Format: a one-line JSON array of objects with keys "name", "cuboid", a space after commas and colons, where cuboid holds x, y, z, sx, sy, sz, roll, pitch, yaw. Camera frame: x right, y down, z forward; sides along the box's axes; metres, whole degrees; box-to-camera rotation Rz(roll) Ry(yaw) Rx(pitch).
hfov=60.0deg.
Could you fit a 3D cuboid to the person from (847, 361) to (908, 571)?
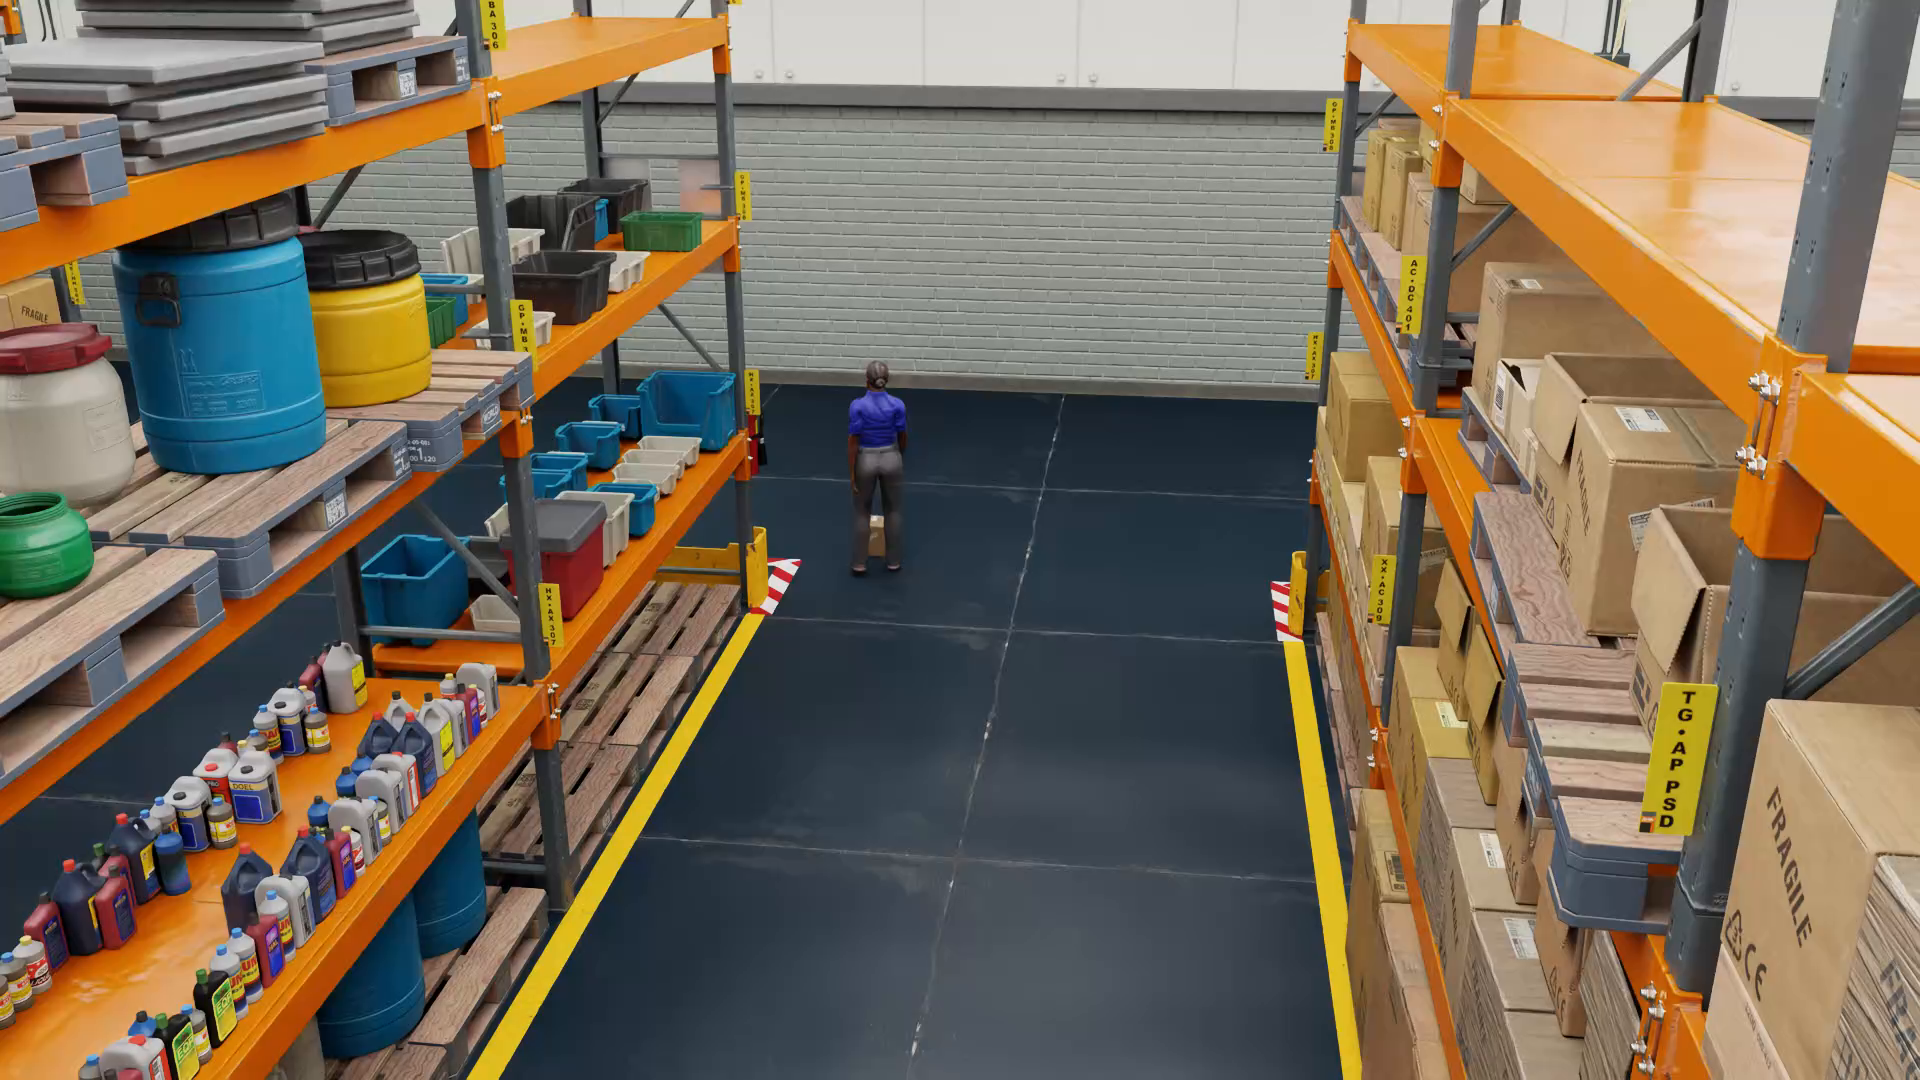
[{"name": "person", "cuboid": [-0.619, -0.547, 12.474, 0.462, 1.687, 0.439, -3, 21, -7]}]
